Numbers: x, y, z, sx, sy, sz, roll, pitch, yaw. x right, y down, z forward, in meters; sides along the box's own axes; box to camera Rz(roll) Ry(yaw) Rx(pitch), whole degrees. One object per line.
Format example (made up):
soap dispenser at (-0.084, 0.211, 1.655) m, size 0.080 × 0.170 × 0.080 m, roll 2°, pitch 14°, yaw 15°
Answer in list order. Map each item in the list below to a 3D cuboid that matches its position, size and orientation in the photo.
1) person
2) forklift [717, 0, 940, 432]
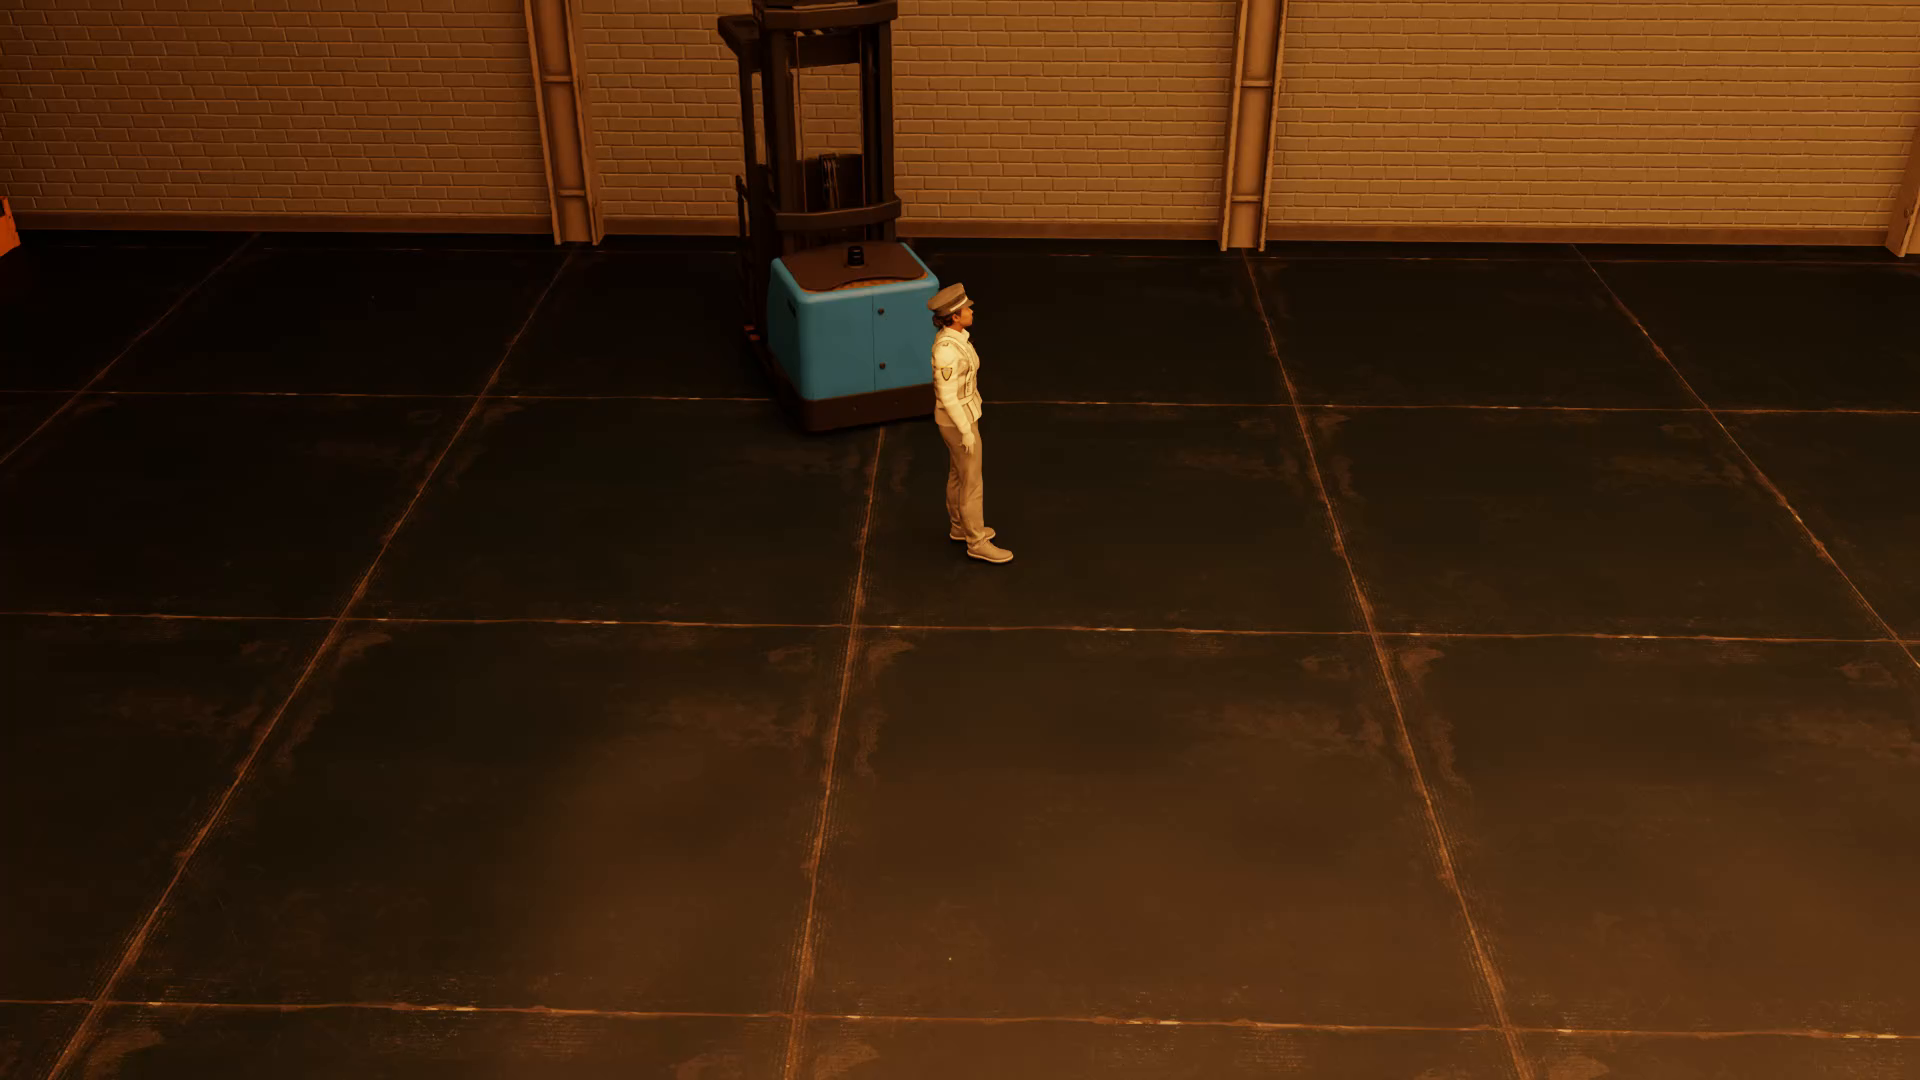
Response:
person at (0.068, -0.732, 10.058) m, size 0.531 × 1.694 × 0.586 m, roll 1°, pitch 31°, yaw 1°
forklift at (-1.096, -2.757, 12.290) m, size 1.130 × 2.935 × 3.031 m, roll -10°, pitch 32°, yaw -17°
